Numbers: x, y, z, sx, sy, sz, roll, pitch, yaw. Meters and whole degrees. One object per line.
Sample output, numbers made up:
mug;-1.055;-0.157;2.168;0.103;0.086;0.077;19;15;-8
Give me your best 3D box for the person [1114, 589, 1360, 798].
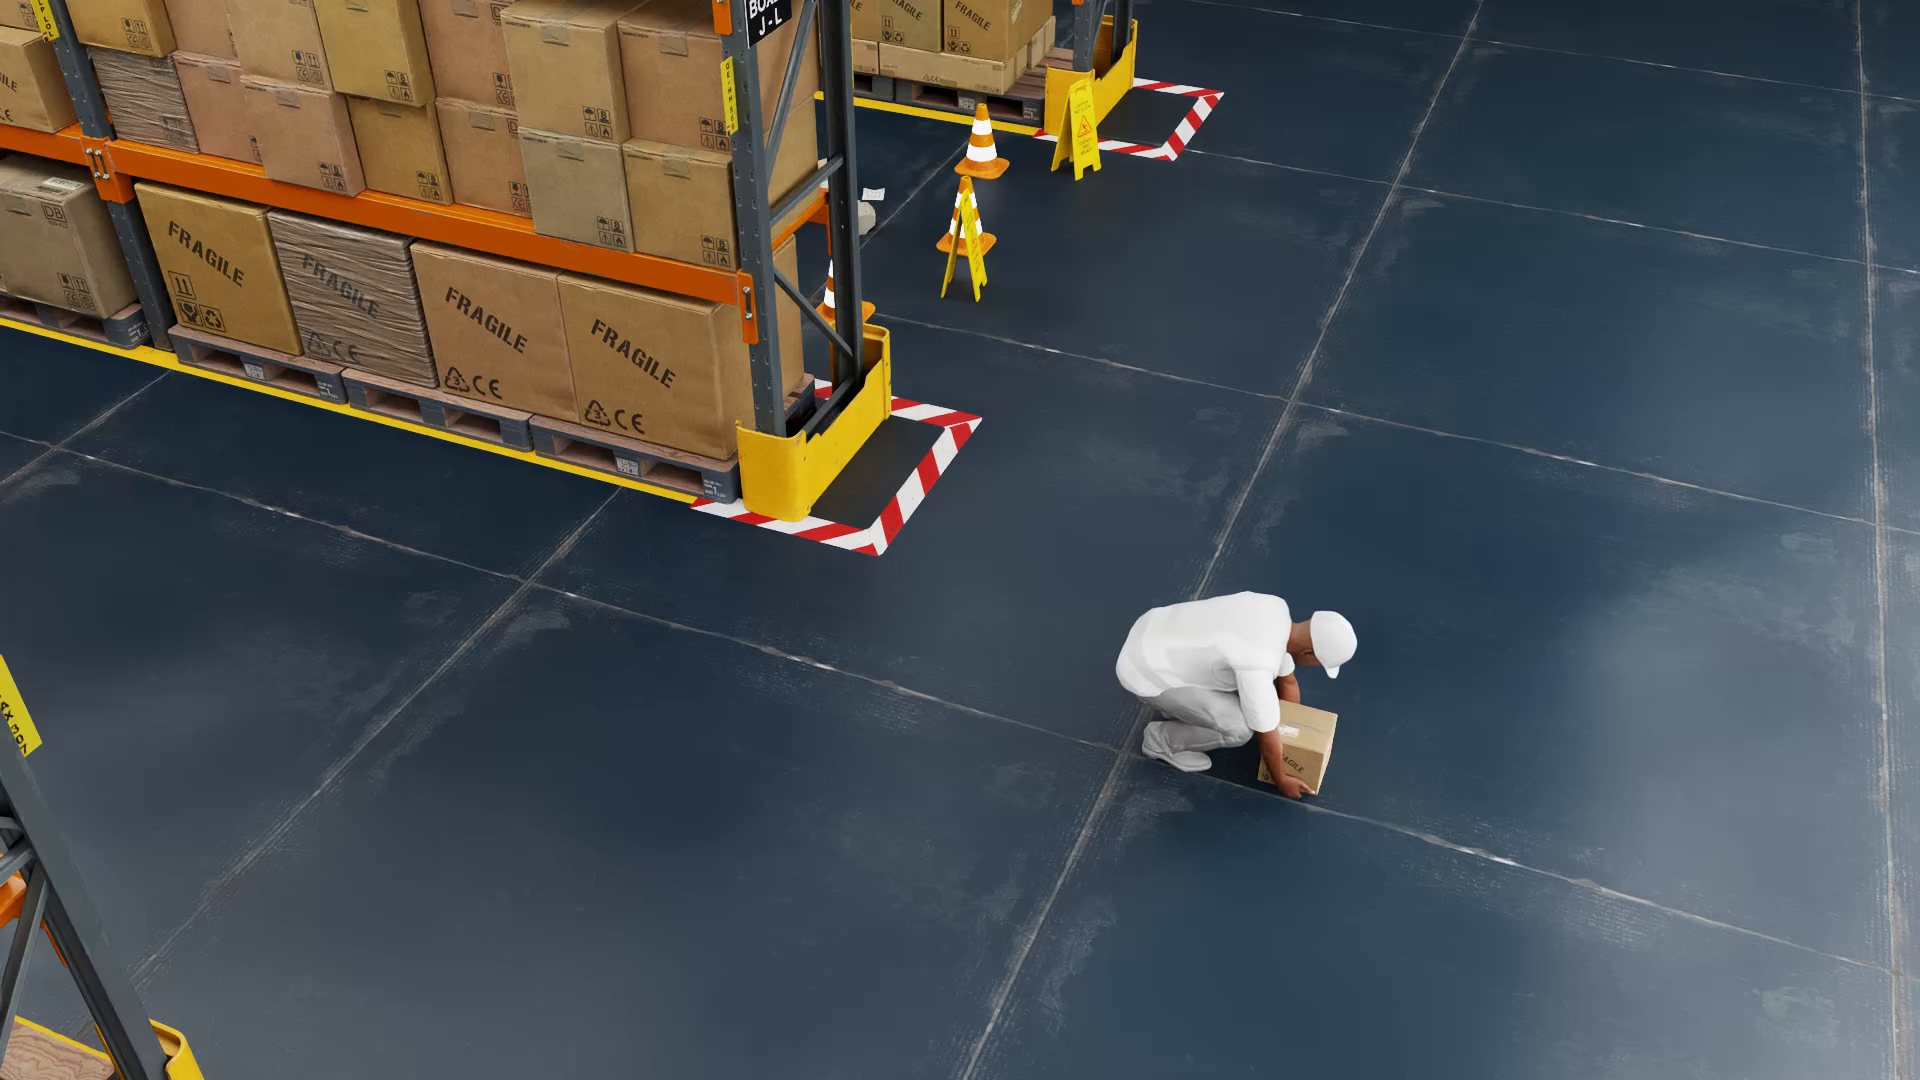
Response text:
person;1.127;0.572;6.876;0.964;0.802;0.525;13;39;17
